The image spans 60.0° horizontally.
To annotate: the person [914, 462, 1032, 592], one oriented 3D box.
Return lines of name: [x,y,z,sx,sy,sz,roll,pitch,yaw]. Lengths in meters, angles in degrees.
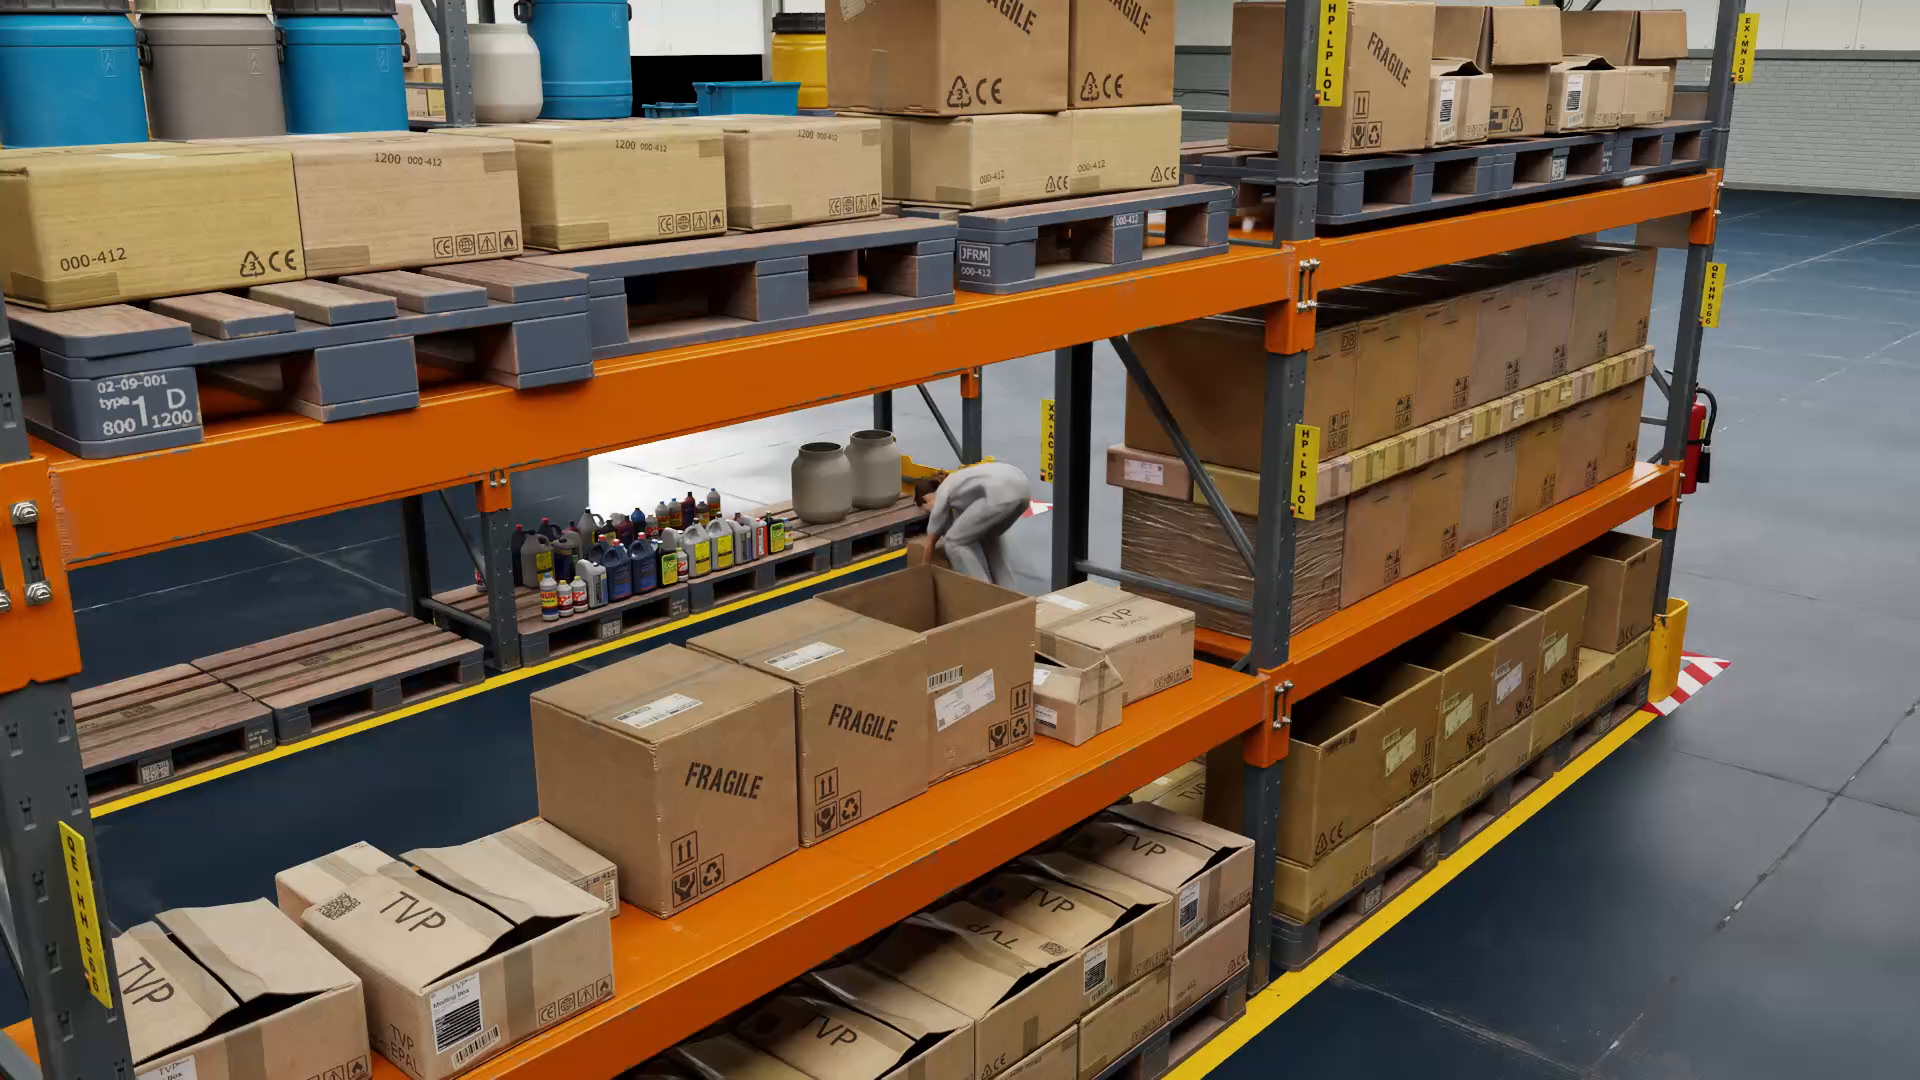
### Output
person: [0.049,-0.047,10.463,0.853,0.934,0.464,13,21,37]
